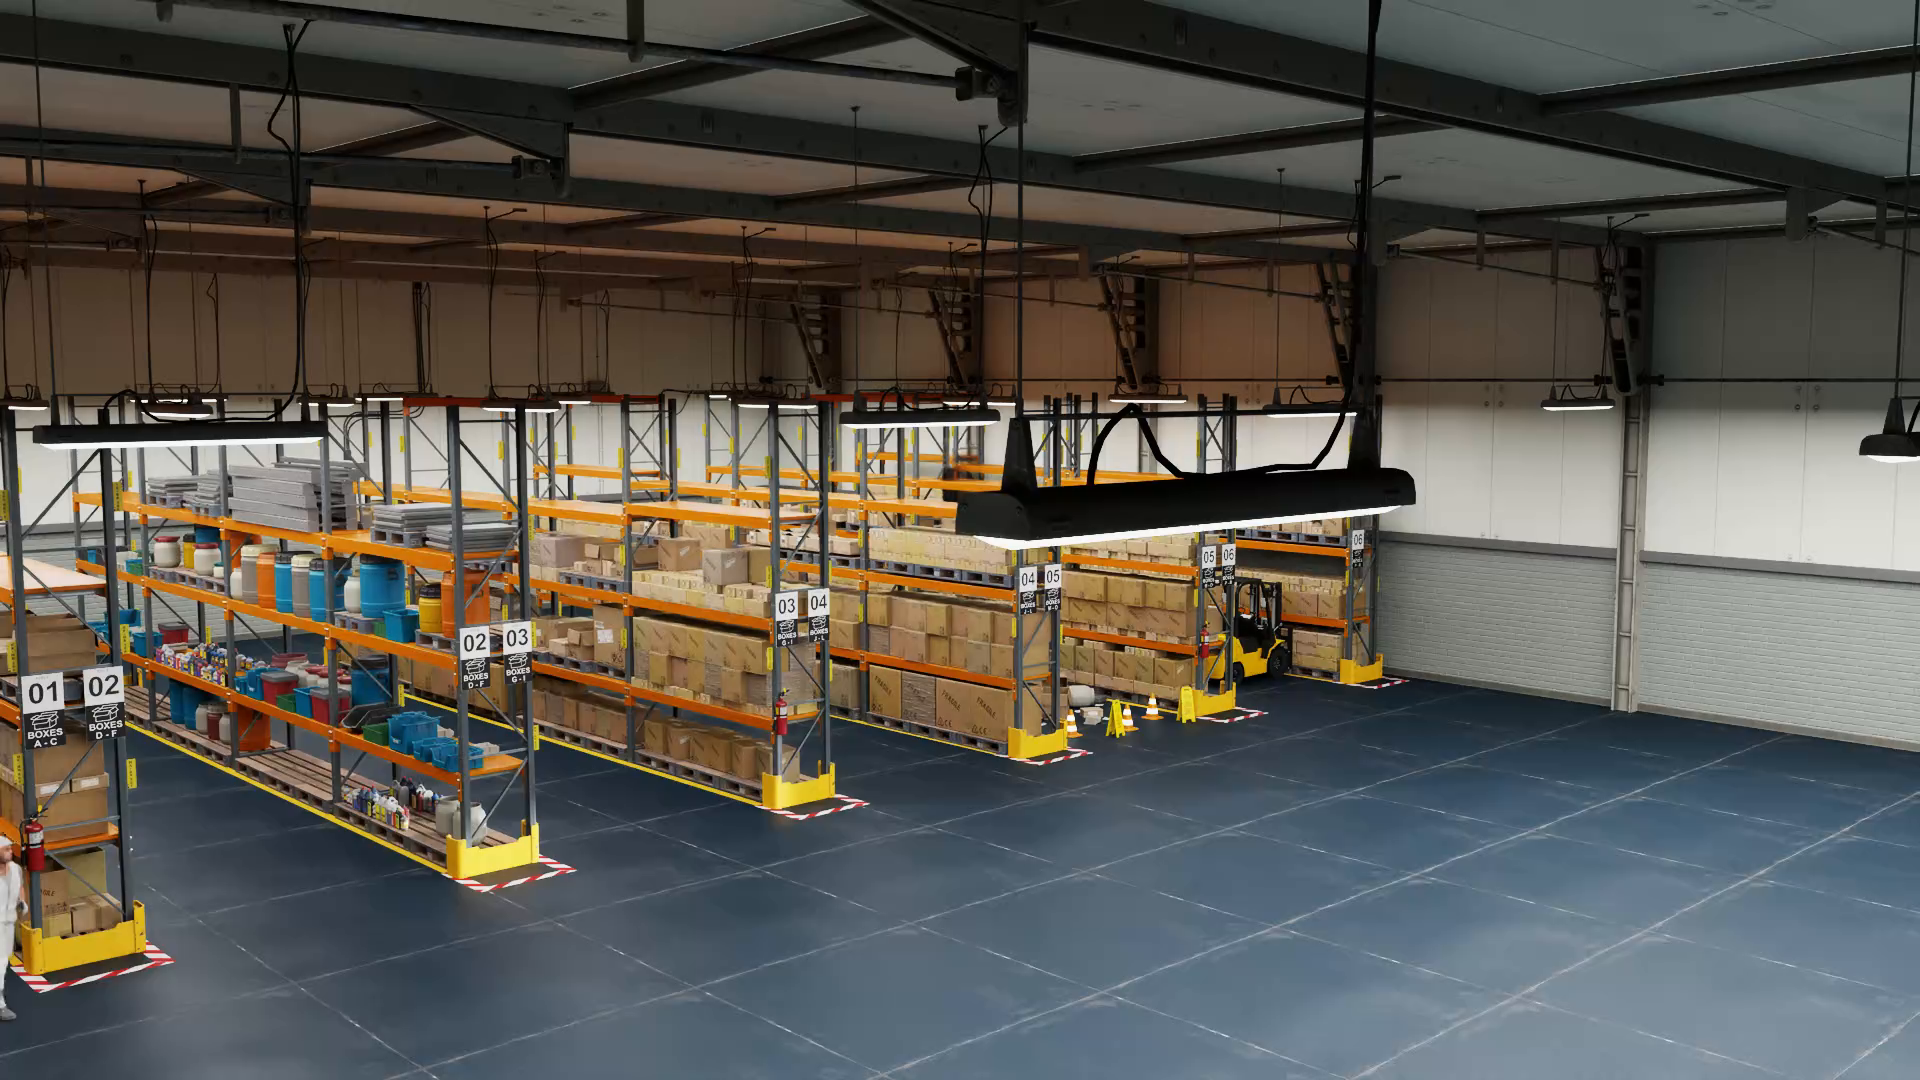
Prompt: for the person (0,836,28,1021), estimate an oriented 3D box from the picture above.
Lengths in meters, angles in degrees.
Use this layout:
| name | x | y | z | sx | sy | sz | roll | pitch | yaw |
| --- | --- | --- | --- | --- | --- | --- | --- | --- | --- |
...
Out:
| name | x | y | z | sx | sy | sz | roll | pitch | yaw |
| --- | --- | --- | --- | --- | --- | --- | --- | --- | --- |
| person | -9.706 | 3.850 | 16.714 | 0.878 | 1.754 | 0.709 | 2 | 6 | 19 |
